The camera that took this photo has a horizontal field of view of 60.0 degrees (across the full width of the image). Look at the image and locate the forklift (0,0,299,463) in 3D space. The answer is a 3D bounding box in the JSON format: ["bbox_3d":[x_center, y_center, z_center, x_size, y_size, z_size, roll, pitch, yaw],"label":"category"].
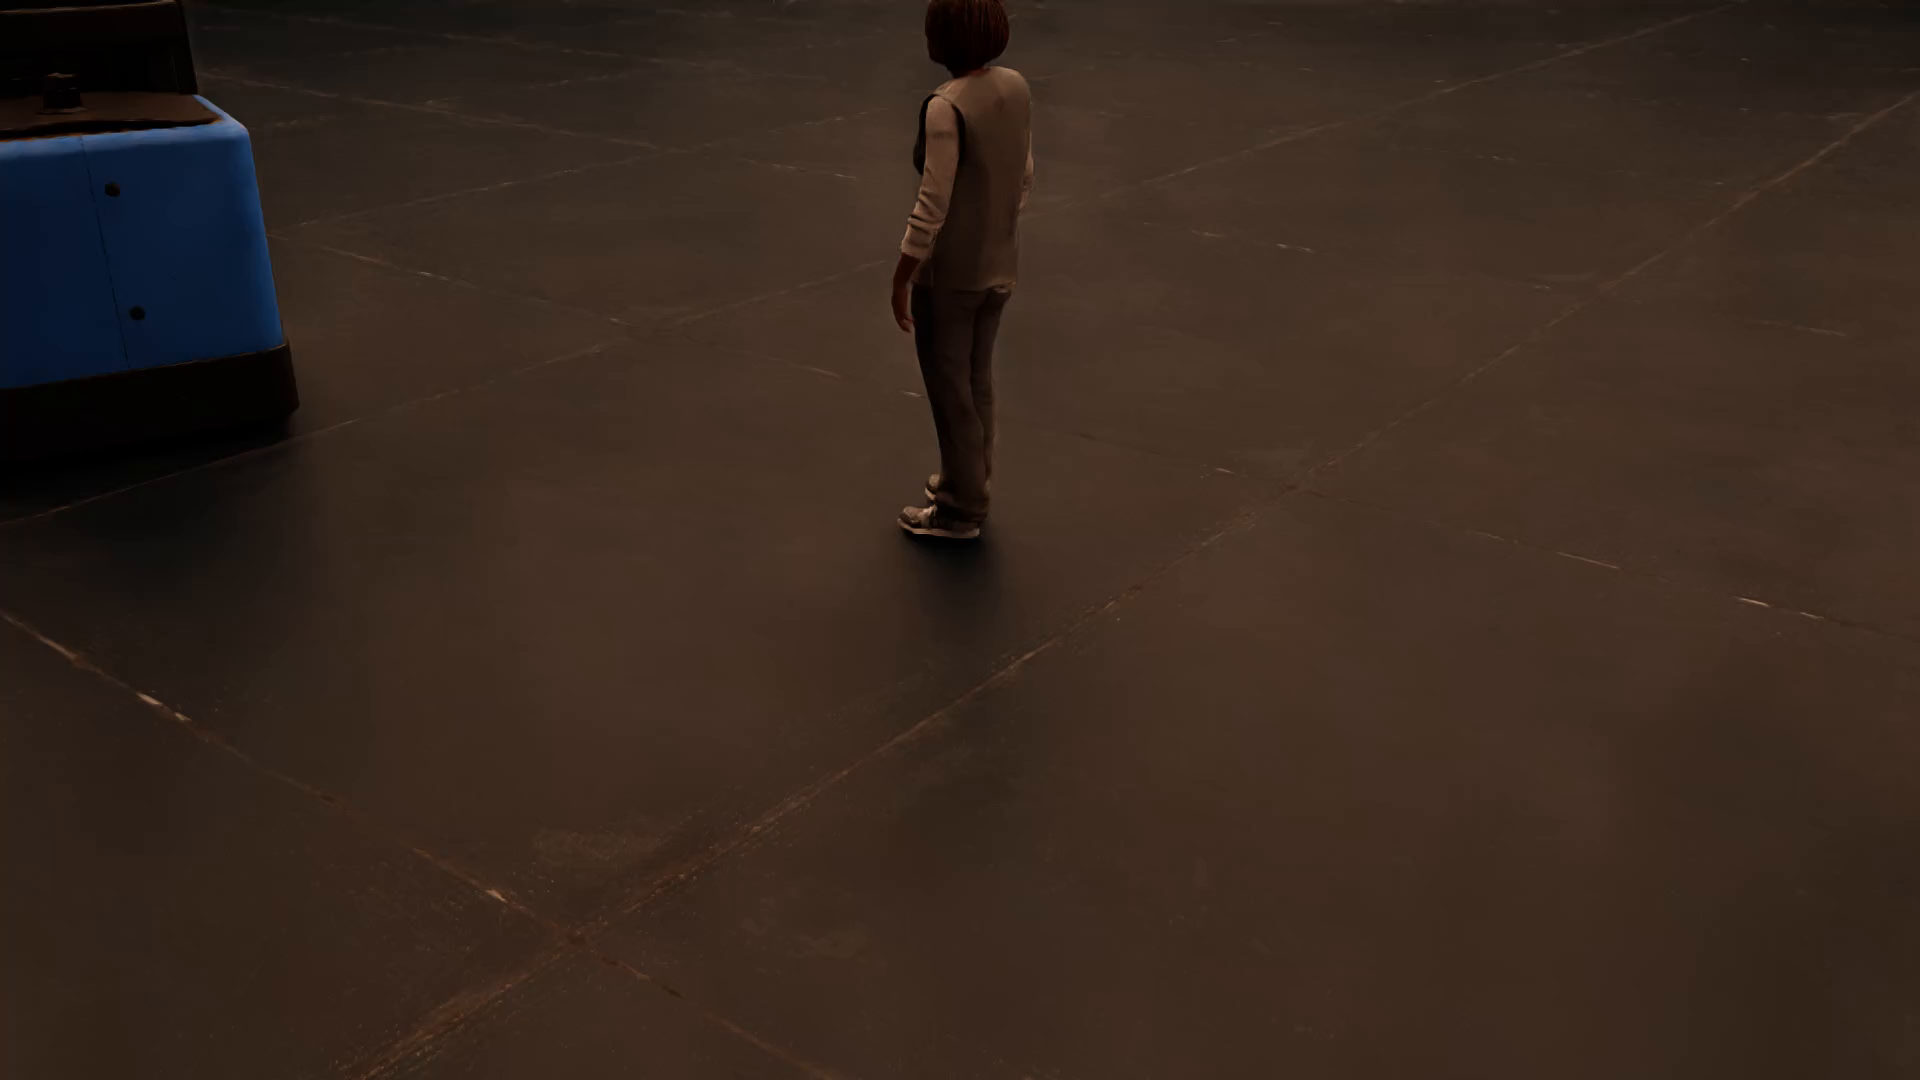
[{"bbox_3d":[-3.572,-2.127,6.235,1.130,2.935,3.031,-14,27,-30],"label":"forklift"}]

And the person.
[{"bbox_3d":[-0.050,-0.761,4.745,0.474,1.597,0.521,17,29,34],"label":"person"}]
